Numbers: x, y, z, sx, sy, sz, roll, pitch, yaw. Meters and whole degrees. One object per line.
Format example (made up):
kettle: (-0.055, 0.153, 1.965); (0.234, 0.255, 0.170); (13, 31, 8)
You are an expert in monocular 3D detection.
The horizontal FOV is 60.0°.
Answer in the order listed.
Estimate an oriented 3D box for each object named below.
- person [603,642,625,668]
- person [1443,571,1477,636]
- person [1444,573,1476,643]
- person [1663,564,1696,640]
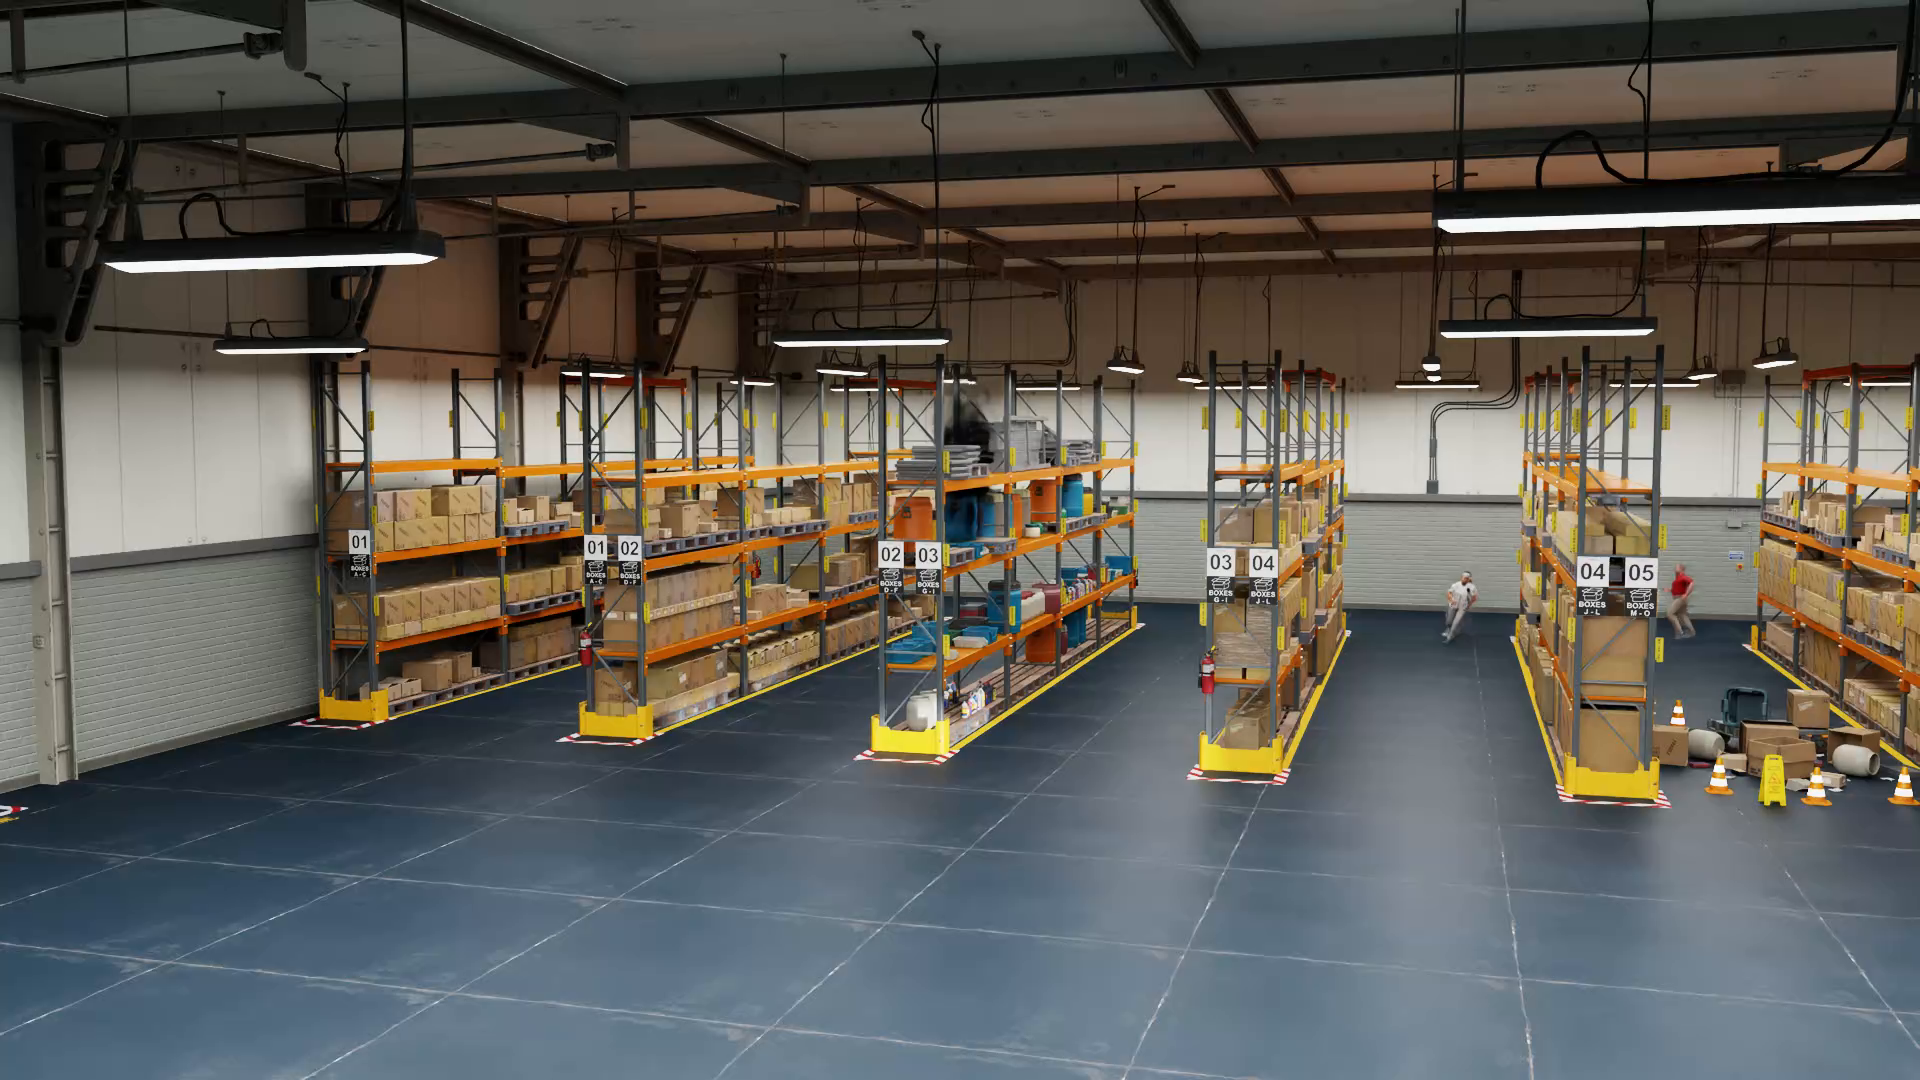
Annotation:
person: (-6.249, 2.075, 30.207); (0.536, 1.555, 0.541); (0, 4, 1)
person: (11.633, 1.477, 38.596); (0.549, 1.545, 0.701); (-3, 5, -35)
person: (11.341, 1.526, 37.687); (0.673, 1.594, 0.768); (2, 4, 23)
person: (16.495, 1.444, 38.114); (0.757, 1.792, 0.678); (1, 4, 20)
